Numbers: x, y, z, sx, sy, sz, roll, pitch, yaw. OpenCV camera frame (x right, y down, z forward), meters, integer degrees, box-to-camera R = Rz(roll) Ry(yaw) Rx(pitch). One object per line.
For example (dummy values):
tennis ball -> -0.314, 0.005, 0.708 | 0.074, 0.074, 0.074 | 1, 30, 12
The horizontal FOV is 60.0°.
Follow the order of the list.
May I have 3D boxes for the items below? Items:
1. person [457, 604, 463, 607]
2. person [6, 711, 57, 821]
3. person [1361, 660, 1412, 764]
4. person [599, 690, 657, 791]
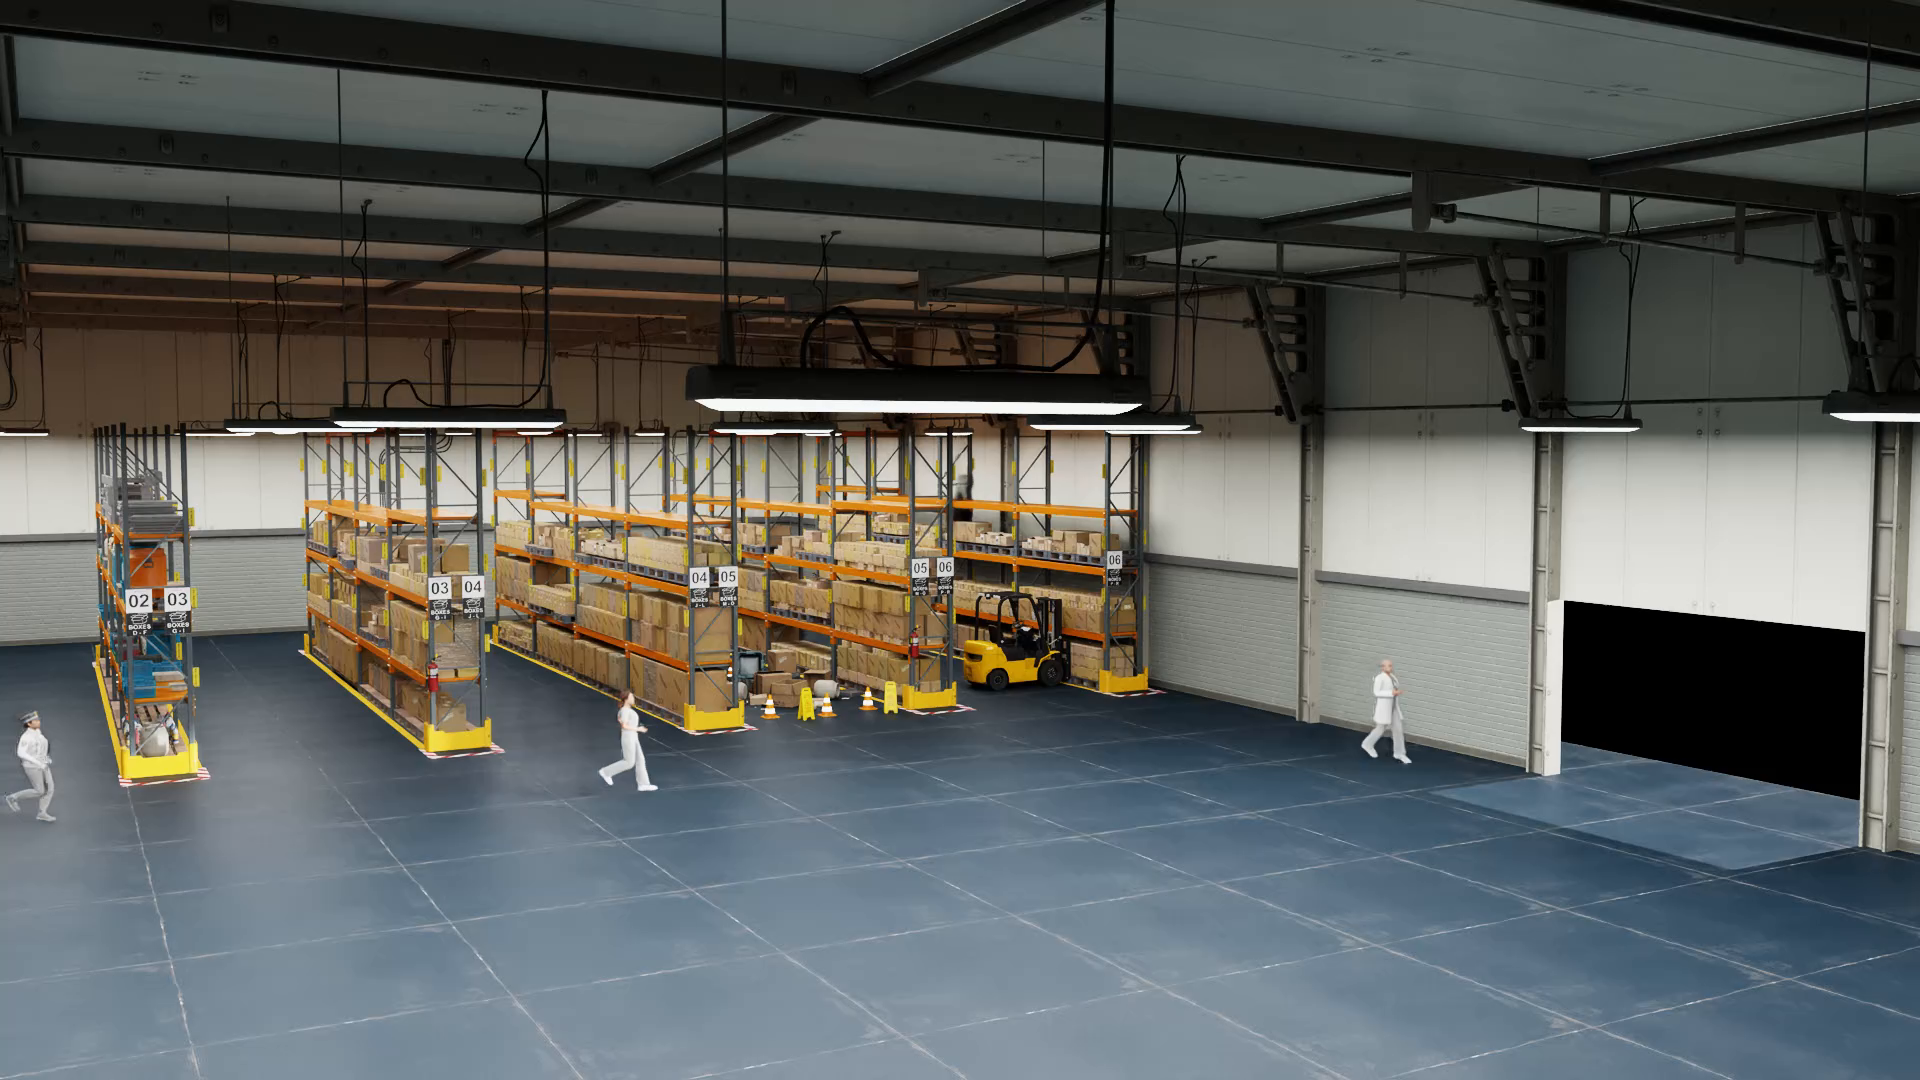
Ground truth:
person -> -13.688, 2.090, 45.198 | 0.687, 1.804, 0.836 | -1, 4, -22
person -> -13.927, 3.394, 24.952 | 0.676, 1.672, 0.625 | 0, 3, -5
person -> 7.564, 3.022, 29.511 | 0.701, 1.808, 0.986 | -3, 4, -38
person -> -5.374, 3.260, 26.936 | 0.924, 1.627, 0.570 | 0, 3, -5
